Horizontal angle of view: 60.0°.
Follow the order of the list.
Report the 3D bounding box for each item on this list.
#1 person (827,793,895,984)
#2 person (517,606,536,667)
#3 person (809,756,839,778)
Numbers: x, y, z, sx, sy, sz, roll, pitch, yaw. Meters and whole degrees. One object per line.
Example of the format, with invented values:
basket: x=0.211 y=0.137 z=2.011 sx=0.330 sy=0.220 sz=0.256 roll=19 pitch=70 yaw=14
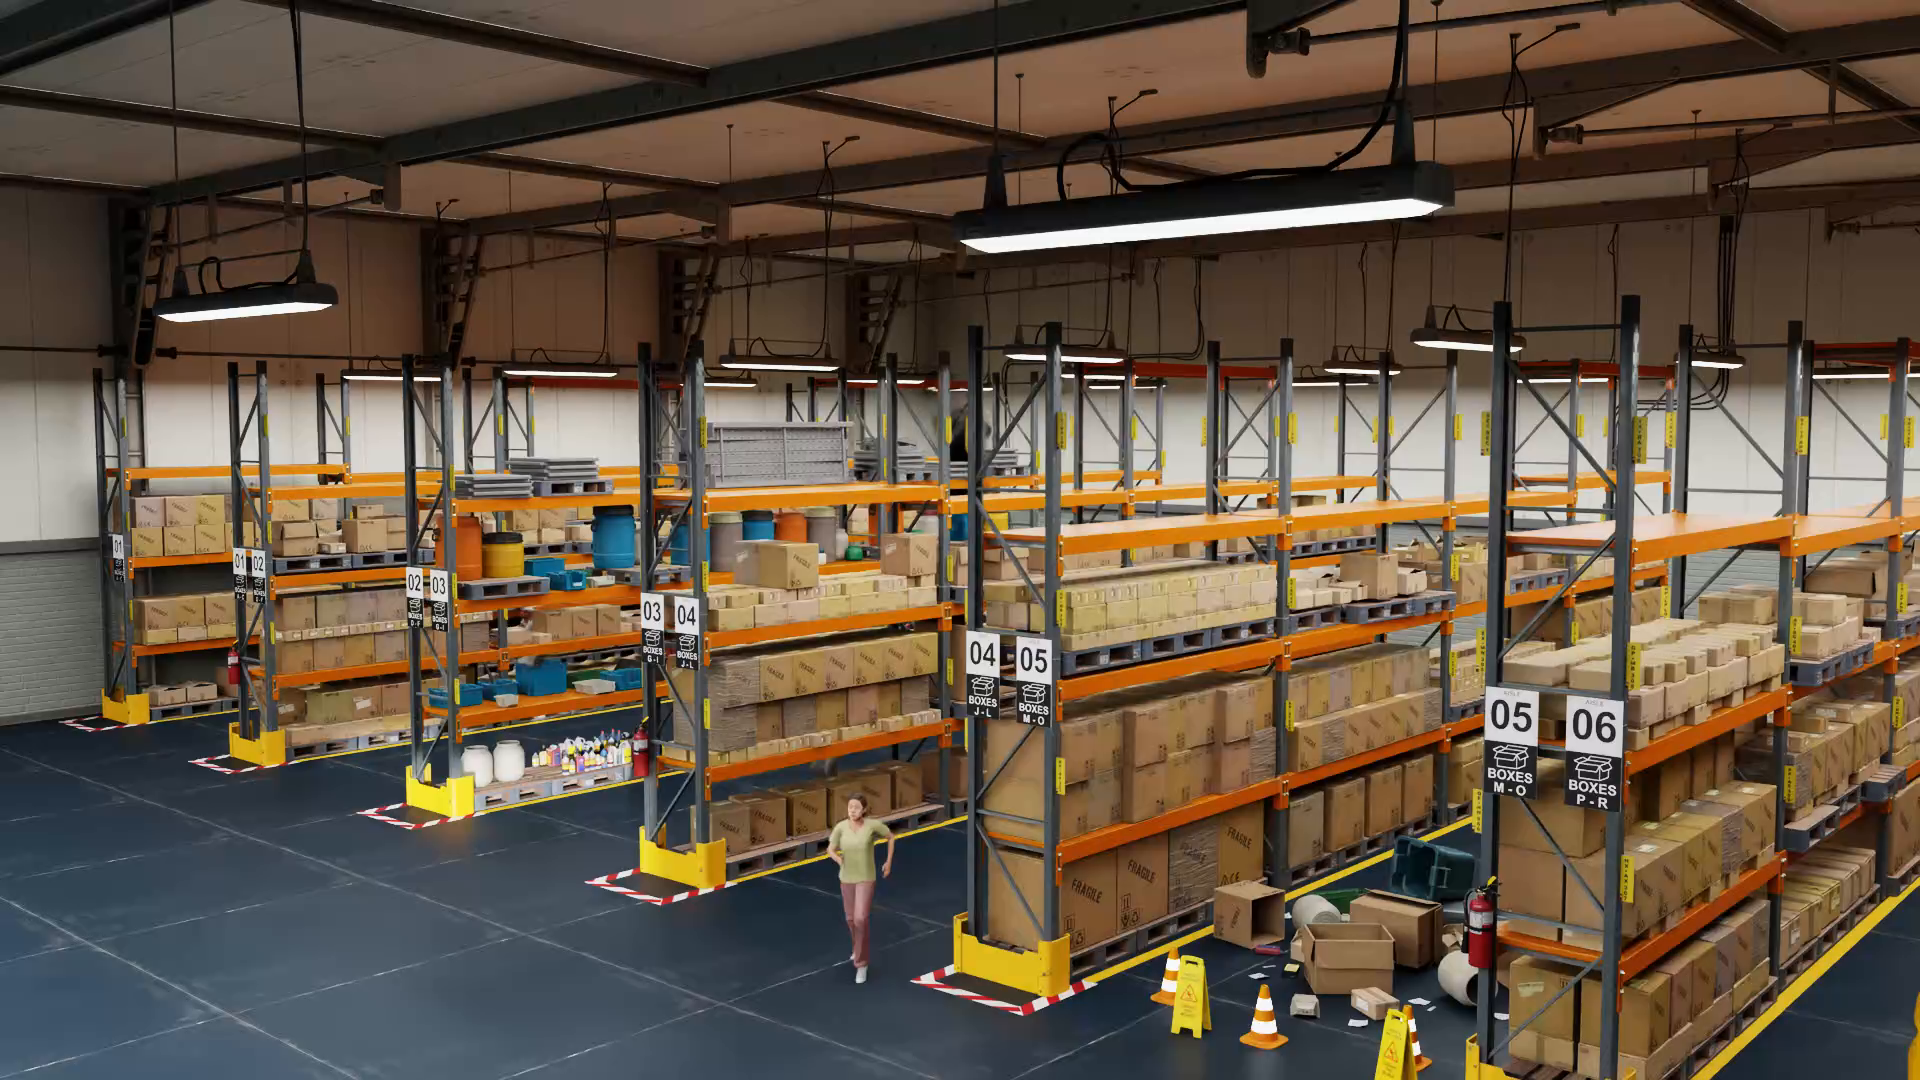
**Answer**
person: x=-0.934 y=3.203 z=15.469 sx=0.596 sy=1.740 sz=0.732 roll=1 pitch=4 yaw=13
person: x=-7.910 y=2.050 z=30.499 sx=0.636 sy=1.740 sz=0.586 roll=4 pitch=6 yaw=43
person: x=-1.780 y=2.689 z=22.361 sx=0.553 sy=1.654 sz=0.543 roll=2 pitch=5 yaw=30
